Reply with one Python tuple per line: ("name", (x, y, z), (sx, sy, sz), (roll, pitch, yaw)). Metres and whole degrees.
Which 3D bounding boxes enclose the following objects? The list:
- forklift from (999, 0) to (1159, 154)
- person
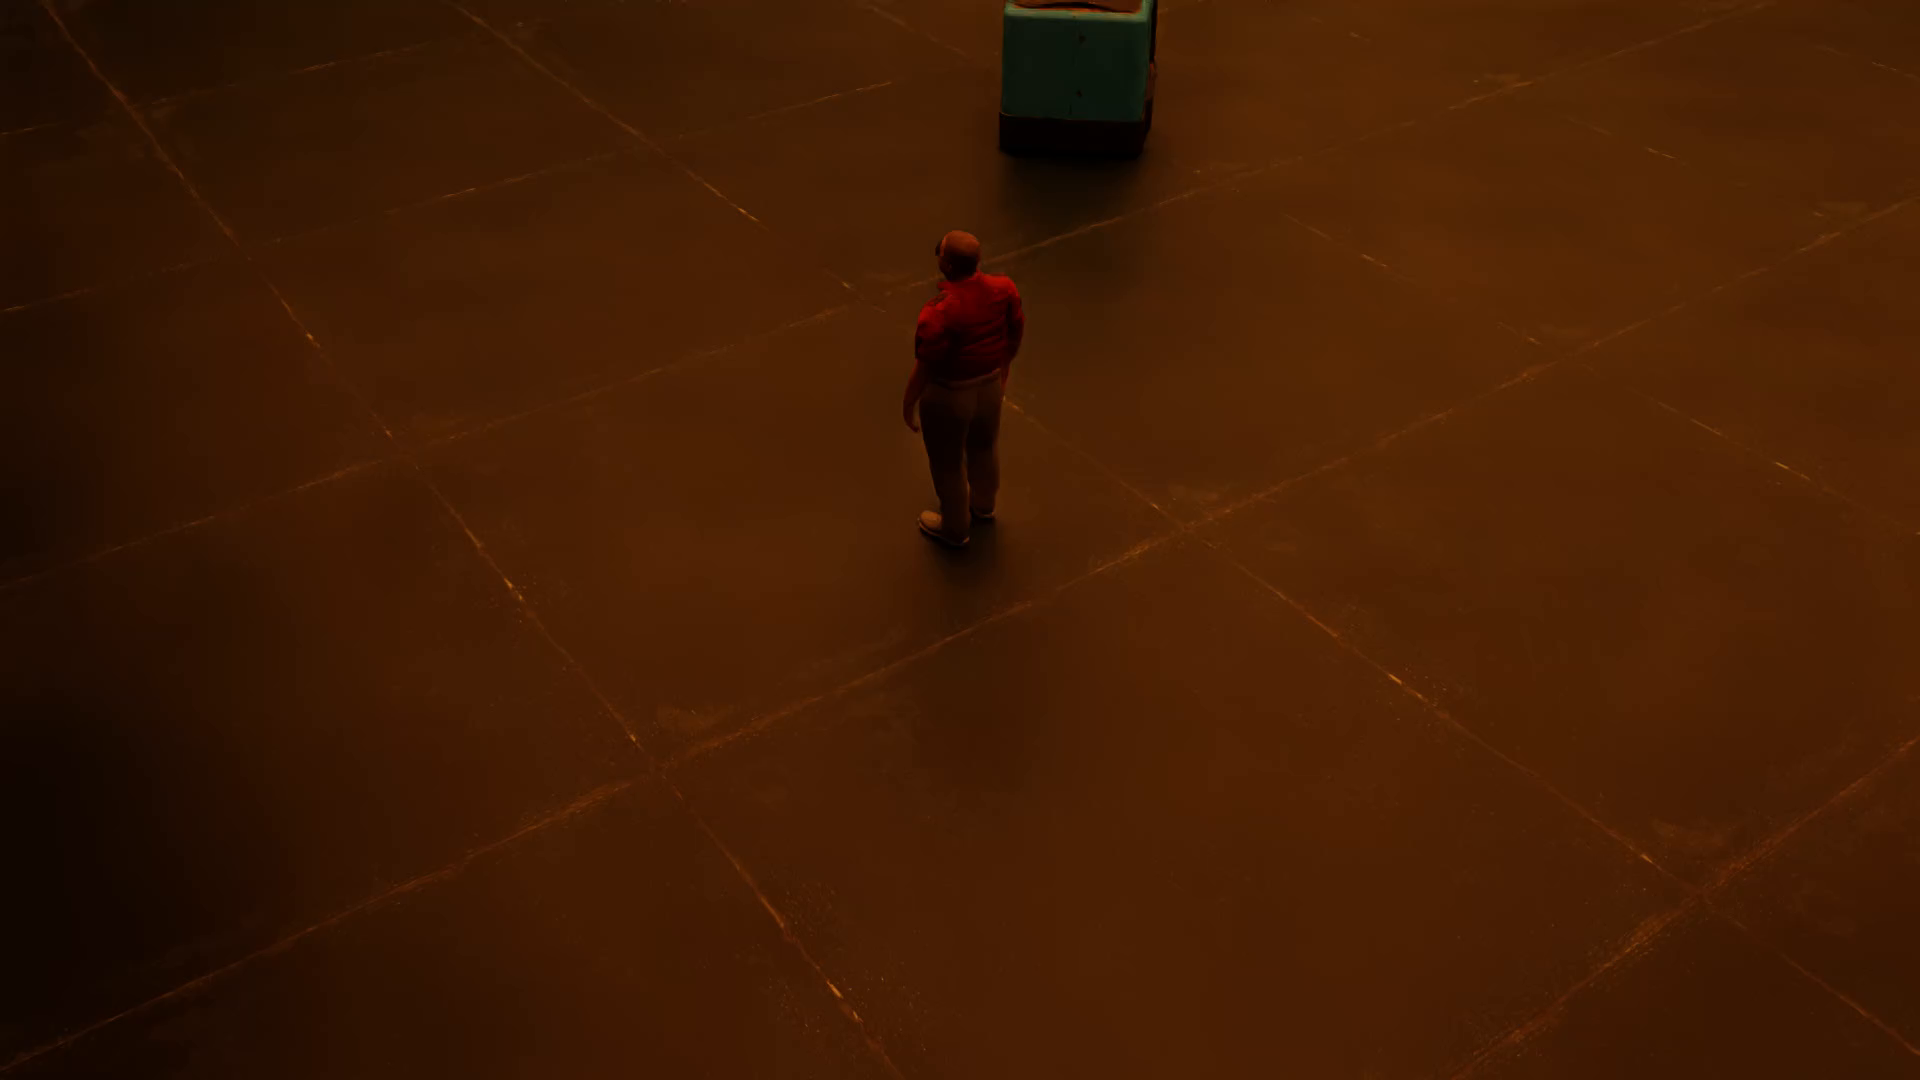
("forklift", (1.009, -4.853, 12.507), (1.130, 2.935, 3.031), (5, 37, 7))
("person", (-0.042, -0.749, 7.956), (0.640, 1.727, 0.550), (-23, 42, -28))
